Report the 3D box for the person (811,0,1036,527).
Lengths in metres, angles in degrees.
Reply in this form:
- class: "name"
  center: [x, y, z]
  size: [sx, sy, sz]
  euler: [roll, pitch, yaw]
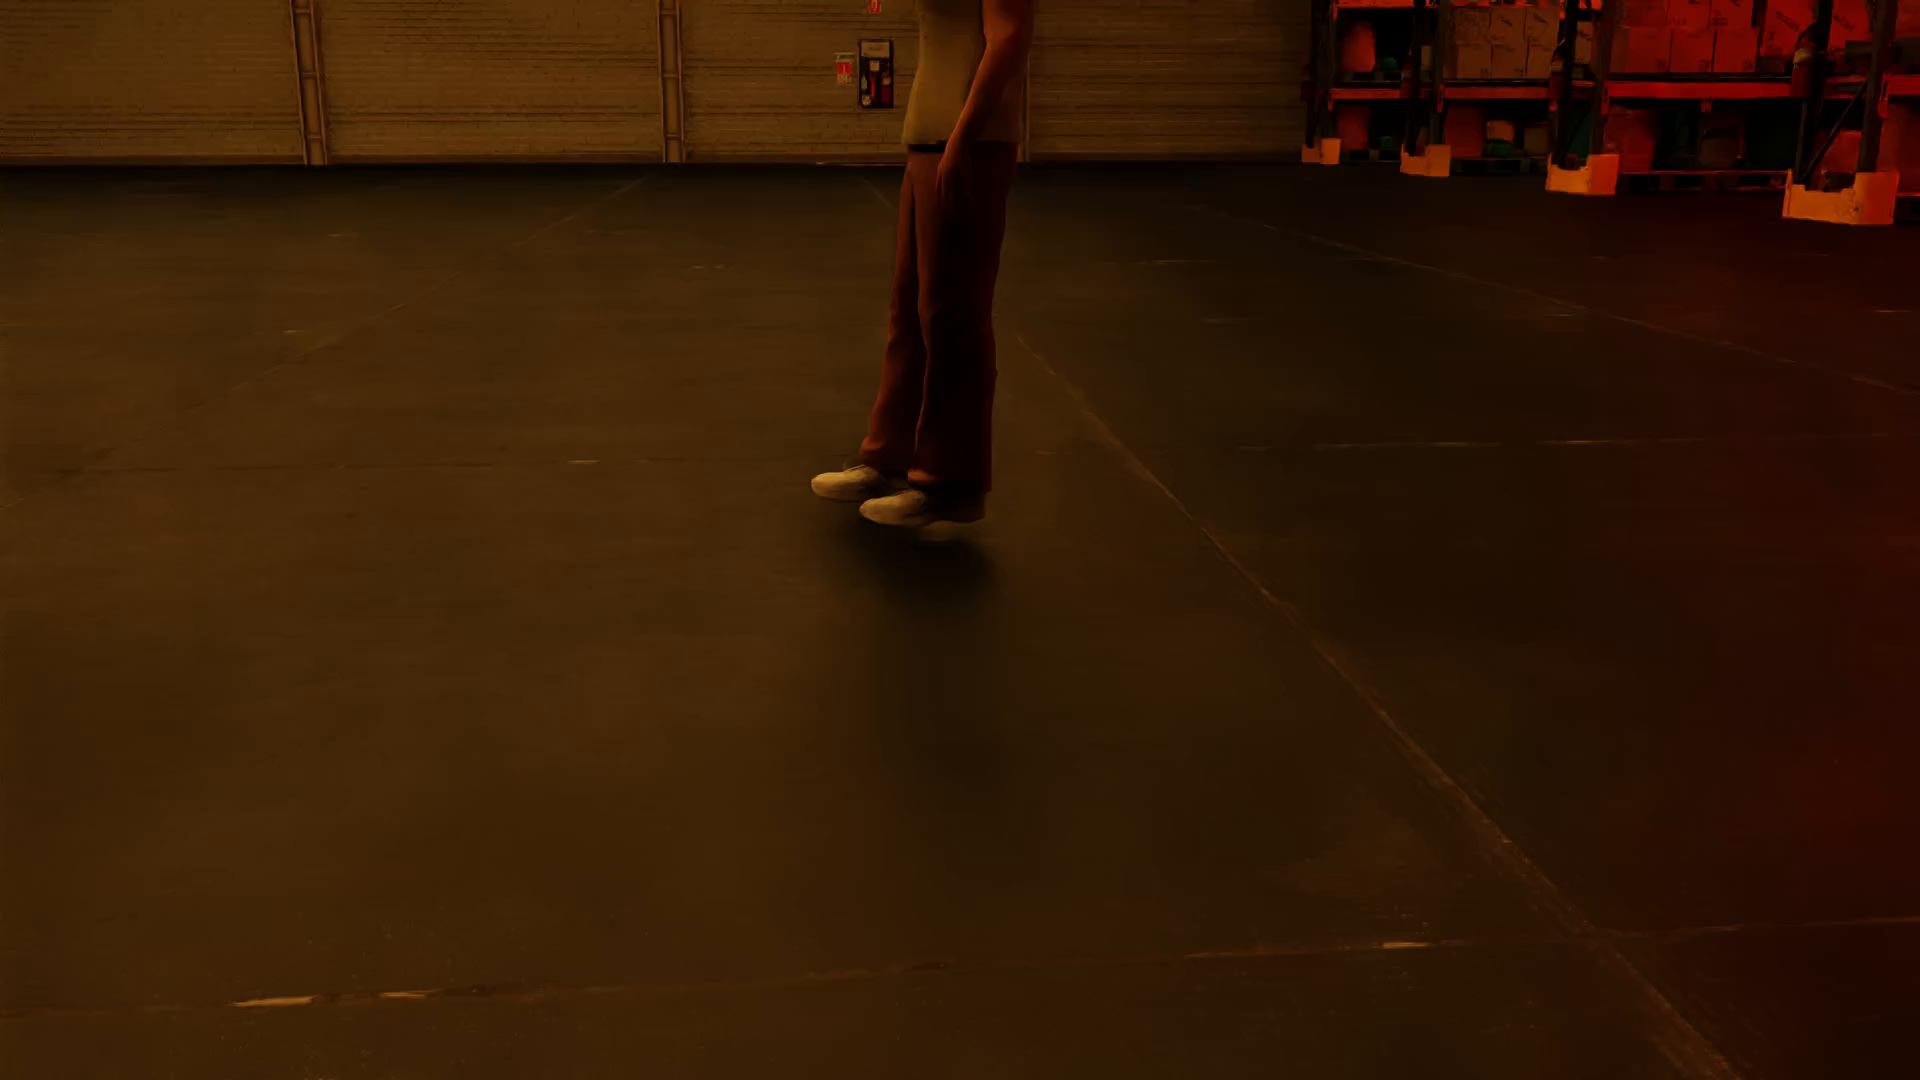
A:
- class: "person"
  center: [-0.074, -0.857, 3.714]
  size: [0.549, 1.673, 0.554]
  euler: [-1, 15, -5]
